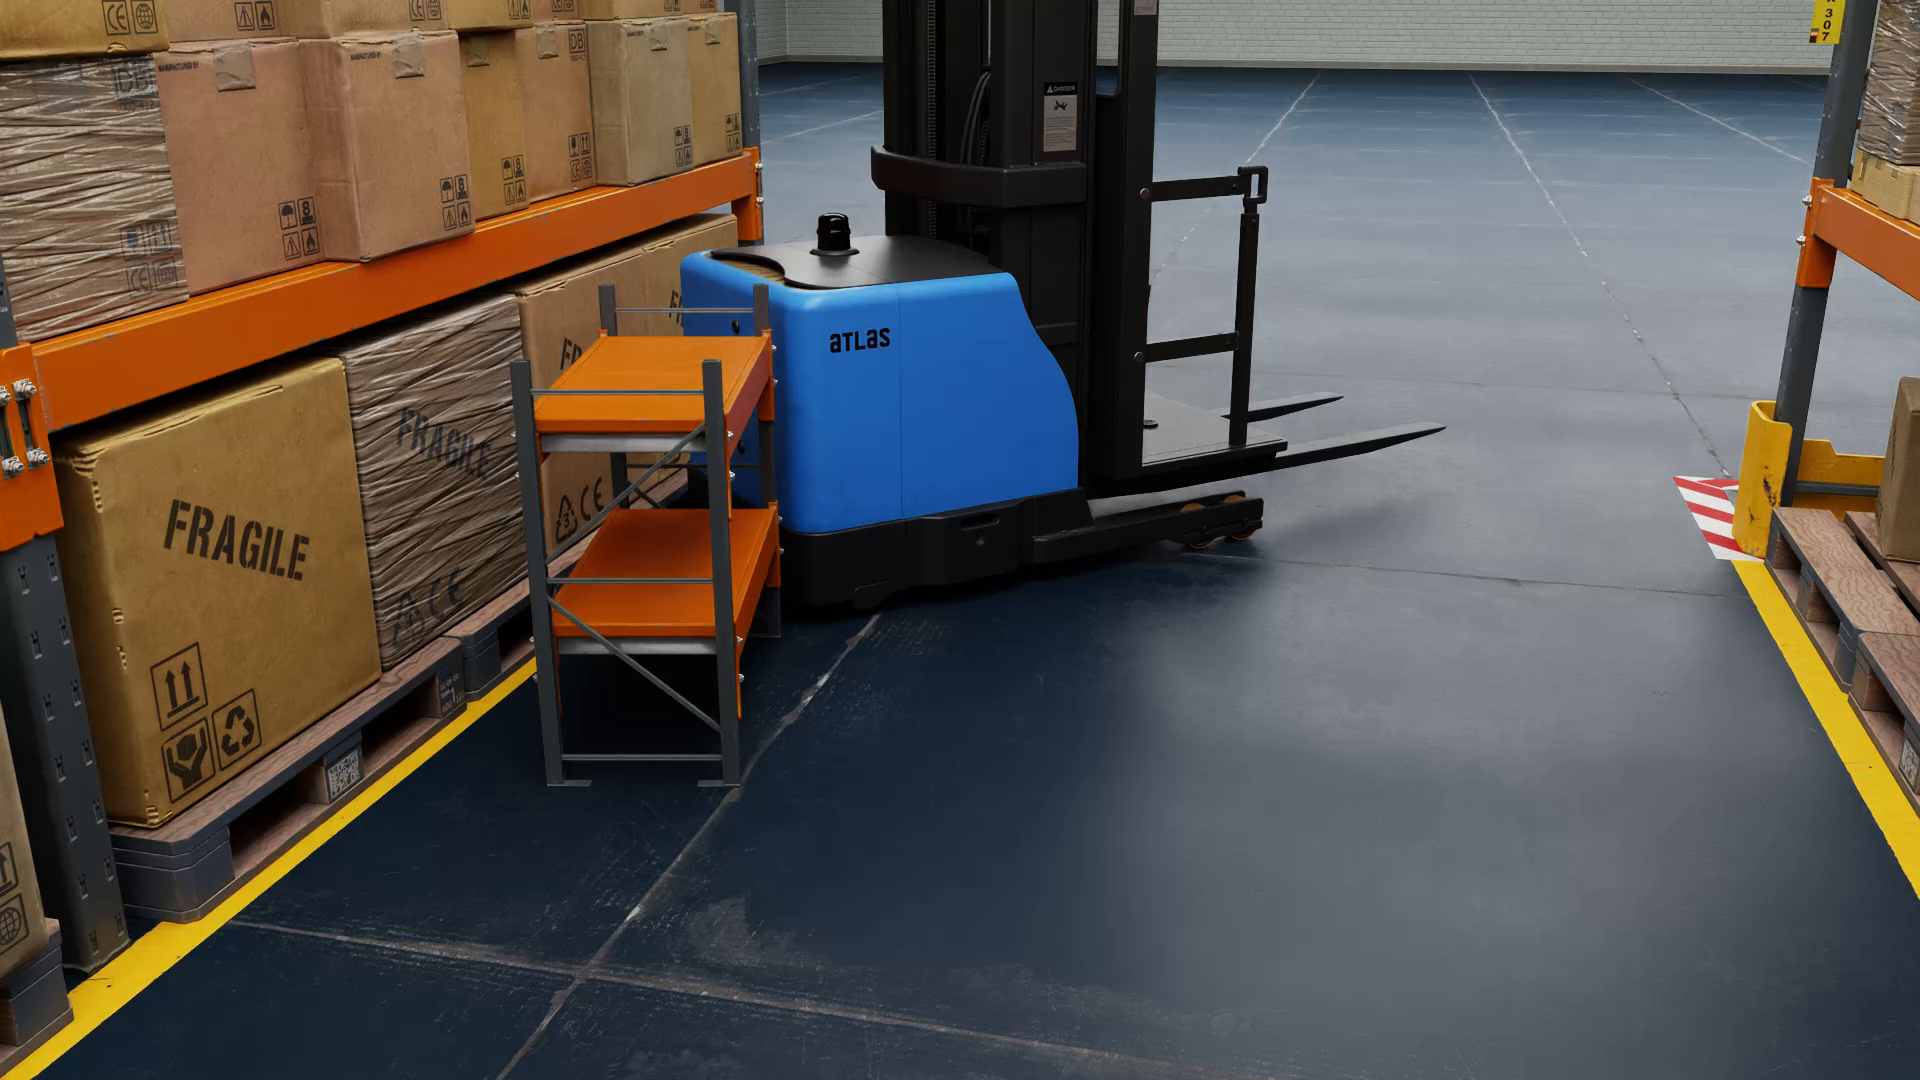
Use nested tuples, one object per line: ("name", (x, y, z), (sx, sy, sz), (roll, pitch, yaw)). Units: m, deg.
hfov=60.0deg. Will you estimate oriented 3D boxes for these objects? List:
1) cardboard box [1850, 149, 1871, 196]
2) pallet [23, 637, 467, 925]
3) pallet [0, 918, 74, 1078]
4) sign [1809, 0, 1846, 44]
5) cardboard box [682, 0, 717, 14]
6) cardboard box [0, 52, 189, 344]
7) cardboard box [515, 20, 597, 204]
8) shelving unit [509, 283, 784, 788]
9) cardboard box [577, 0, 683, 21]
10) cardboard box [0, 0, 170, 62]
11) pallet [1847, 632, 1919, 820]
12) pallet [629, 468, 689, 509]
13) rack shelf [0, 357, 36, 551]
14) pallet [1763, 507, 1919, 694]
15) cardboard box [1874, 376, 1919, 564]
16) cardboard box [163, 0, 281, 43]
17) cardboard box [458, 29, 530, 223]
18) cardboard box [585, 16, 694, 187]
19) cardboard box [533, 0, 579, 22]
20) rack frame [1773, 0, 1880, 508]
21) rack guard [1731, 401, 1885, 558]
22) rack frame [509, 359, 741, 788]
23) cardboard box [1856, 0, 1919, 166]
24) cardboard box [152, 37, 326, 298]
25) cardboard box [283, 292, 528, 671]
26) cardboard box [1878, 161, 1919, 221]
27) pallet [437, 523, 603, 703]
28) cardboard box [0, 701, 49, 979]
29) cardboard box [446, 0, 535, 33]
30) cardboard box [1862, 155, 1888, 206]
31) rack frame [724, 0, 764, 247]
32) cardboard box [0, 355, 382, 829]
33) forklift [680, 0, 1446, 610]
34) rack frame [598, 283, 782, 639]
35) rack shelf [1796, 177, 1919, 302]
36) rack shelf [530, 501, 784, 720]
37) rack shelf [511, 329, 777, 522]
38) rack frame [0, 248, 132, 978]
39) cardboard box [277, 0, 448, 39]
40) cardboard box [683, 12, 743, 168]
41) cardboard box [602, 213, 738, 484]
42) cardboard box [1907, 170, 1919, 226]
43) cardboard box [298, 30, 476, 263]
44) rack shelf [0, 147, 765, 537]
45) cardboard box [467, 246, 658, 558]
("cardboard box", (3.165, -1.200, 5.448), (0.380, 0.149, 0.250), (5, 19, 13))
("pallet", (-2.035, 0.529, 4.314), (1.003, 0.211, 1.213), (5, 19, 13))
("pallet", (-2.412, 1.008, 2.908), (1.003, 0.211, 1.213), (5, 19, 13))
("sign", (2.939, -1.842, 5.600), (0.100, 0.325, 0.005), (5, 19, 13))
("cardboard box", (-1.448, -2.281, 6.323), (0.875, 0.550, 0.550), (5, 19, 13))
("cardboard box", (-2.218, -0.746, 3.500), (0.875, 0.550, 0.550), (5, 19, 13))
("cardboard box", (-1.738, -1.424, 5.484), (0.875, 0.550, 0.550), (5, 19, 13))
("shelving unit", (-0.819, -0.060, 4.623), (0.538, 1.125, 1.048), (0, 19, 0))
("cardboard box", (-1.493, -2.102, 5.797), (0.875, 0.550, 0.550), (5, 19, 13))
("cardboard box", (-2.173, -1.254, 3.315), (0.875, 0.550, 0.550), (5, 19, 13))
("pallet", (2.914, 0.587, 4.142), (1.003, 0.211, 1.213), (5, 19, 13))
("pallet", (-1.439, -0.236, 6.553), (1.003, 0.211, 1.213), (5, 19, 13))
("rack shelf", (-2.786, 0.408, 1.464), (1.077, 0.370, 4.000), (5, 19, 13))
("pallet", (3.214, 0.206, 5.258), (1.003, 0.211, 1.213), (5, 19, 13))
("cardboard box", (3.297, -0.211, 5.381), (0.500, 0.500, 0.500), (9, 21, 23))
("cardboard box", (-2.152, -1.435, 3.847), (0.875, 0.550, 0.550), (5, 19, 13))
("cardboard box", (-1.828, -1.255, 4.988), (0.875, 0.550, 0.500), (5, 19, 13))
("cardboard box", (-1.480, -1.590, 5.969), (0.875, 0.550, 0.550), (5, 19, 13))
("cardboard box", (-1.761, -1.937, 5.315), (0.875, 0.550, 0.550), (5, 19, 13))
("rack frame", (3.465, -1.389, 5.614), (1.000, 3.000, 0.127), (5, 19, 13))
("rack guard", (3.447, -0.183, 5.948), (1.175, 0.500, 0.348), (5, 19, 13))
("rack frame", (-0.820, 0.104, 4.142), (0.500, 1.125, 0.032), (0, 19, 0))
("cardboard box", (3.304, -1.407, 5.052), (0.875, 0.500, 0.500), (5, 19, 13))
("cardboard box", (-2.106, -0.921, 4.010), (0.875, 0.550, 0.550), (5, 19, 13))
("cardboard box", (-1.859, -0.227, 4.848), (0.875, 0.875, 0.875), (5, 19, 14))
("cardboard box", (3.009, -1.046, 4.997), (0.380, 0.149, 0.250), (5, 19, 13))
("pallet", (-1.739, 0.145, 5.437), (1.003, 0.211, 1.213), (5, 19, 13))
("cardboard box", (-2.361, 0.509, 2.888), (1.050, 0.750, 0.750), (5, 19, 13))
("cardboard box", (-1.765, -1.761, 4.798), (0.875, 0.550, 0.500), (5, 19, 13))
("cardboard box", (3.085, -1.123, 5.223), (0.380, 0.149, 0.250), (5, 19, 13))
("rack frame", (-1.320, -1.813, 6.854), (1.000, 3.000, 0.127), (5, 19, 13))
("cardboard box", (-2.075, 0.056, 4.020), (0.875, 0.875, 0.875), (5, 19, 14))
("forklift", (0.539, -1.489, 6.014), (3.031, 2.935, 1.130), (-11, 22, -29))
("rack frame", (-0.819, -0.224, 5.105), (0.500, 1.125, 0.032), (0, 19, 0))
("rack shelf", (2.977, -0.422, 3.895), (1.077, 0.370, 4.000), (5, 19, 13))
("rack shelf", (-0.819, 0.171, 4.702), (0.538, 0.278, 1.000), (0, 19, 0))
("rack shelf", (-0.819, -0.337, 4.529), (0.538, 0.278, 1.000), (0, 19, 0))
("rack frame", (-2.297, -0.559, 3.183), (1.000, 3.000, 0.127), (5, 19, 13))
("cardboard box", (-1.887, -1.594, 4.310), (0.875, 0.550, 0.550), (5, 19, 13))
("cardboard box", (-1.366, -1.764, 6.479), (0.875, 0.550, 0.550), (5, 19, 13))
("cardboard box", (-1.421, -0.788, 6.492), (0.875, 0.875, 0.875), (5, 19, 14))
("cardboard box", (2.968, -0.966, 4.763), (0.380, 0.149, 0.250), (5, 19, 13))
("cardboard box", (-1.860, -1.081, 4.478), (0.875, 0.550, 0.550), (5, 19, 13))
("rack shelf", (-1.808, -0.845, 5.135), (1.077, 0.370, 4.000), (5, 19, 13))
("cardboard box", (-1.634, -0.512, 5.684), (0.875, 0.875, 0.875), (4, 19, 13))
